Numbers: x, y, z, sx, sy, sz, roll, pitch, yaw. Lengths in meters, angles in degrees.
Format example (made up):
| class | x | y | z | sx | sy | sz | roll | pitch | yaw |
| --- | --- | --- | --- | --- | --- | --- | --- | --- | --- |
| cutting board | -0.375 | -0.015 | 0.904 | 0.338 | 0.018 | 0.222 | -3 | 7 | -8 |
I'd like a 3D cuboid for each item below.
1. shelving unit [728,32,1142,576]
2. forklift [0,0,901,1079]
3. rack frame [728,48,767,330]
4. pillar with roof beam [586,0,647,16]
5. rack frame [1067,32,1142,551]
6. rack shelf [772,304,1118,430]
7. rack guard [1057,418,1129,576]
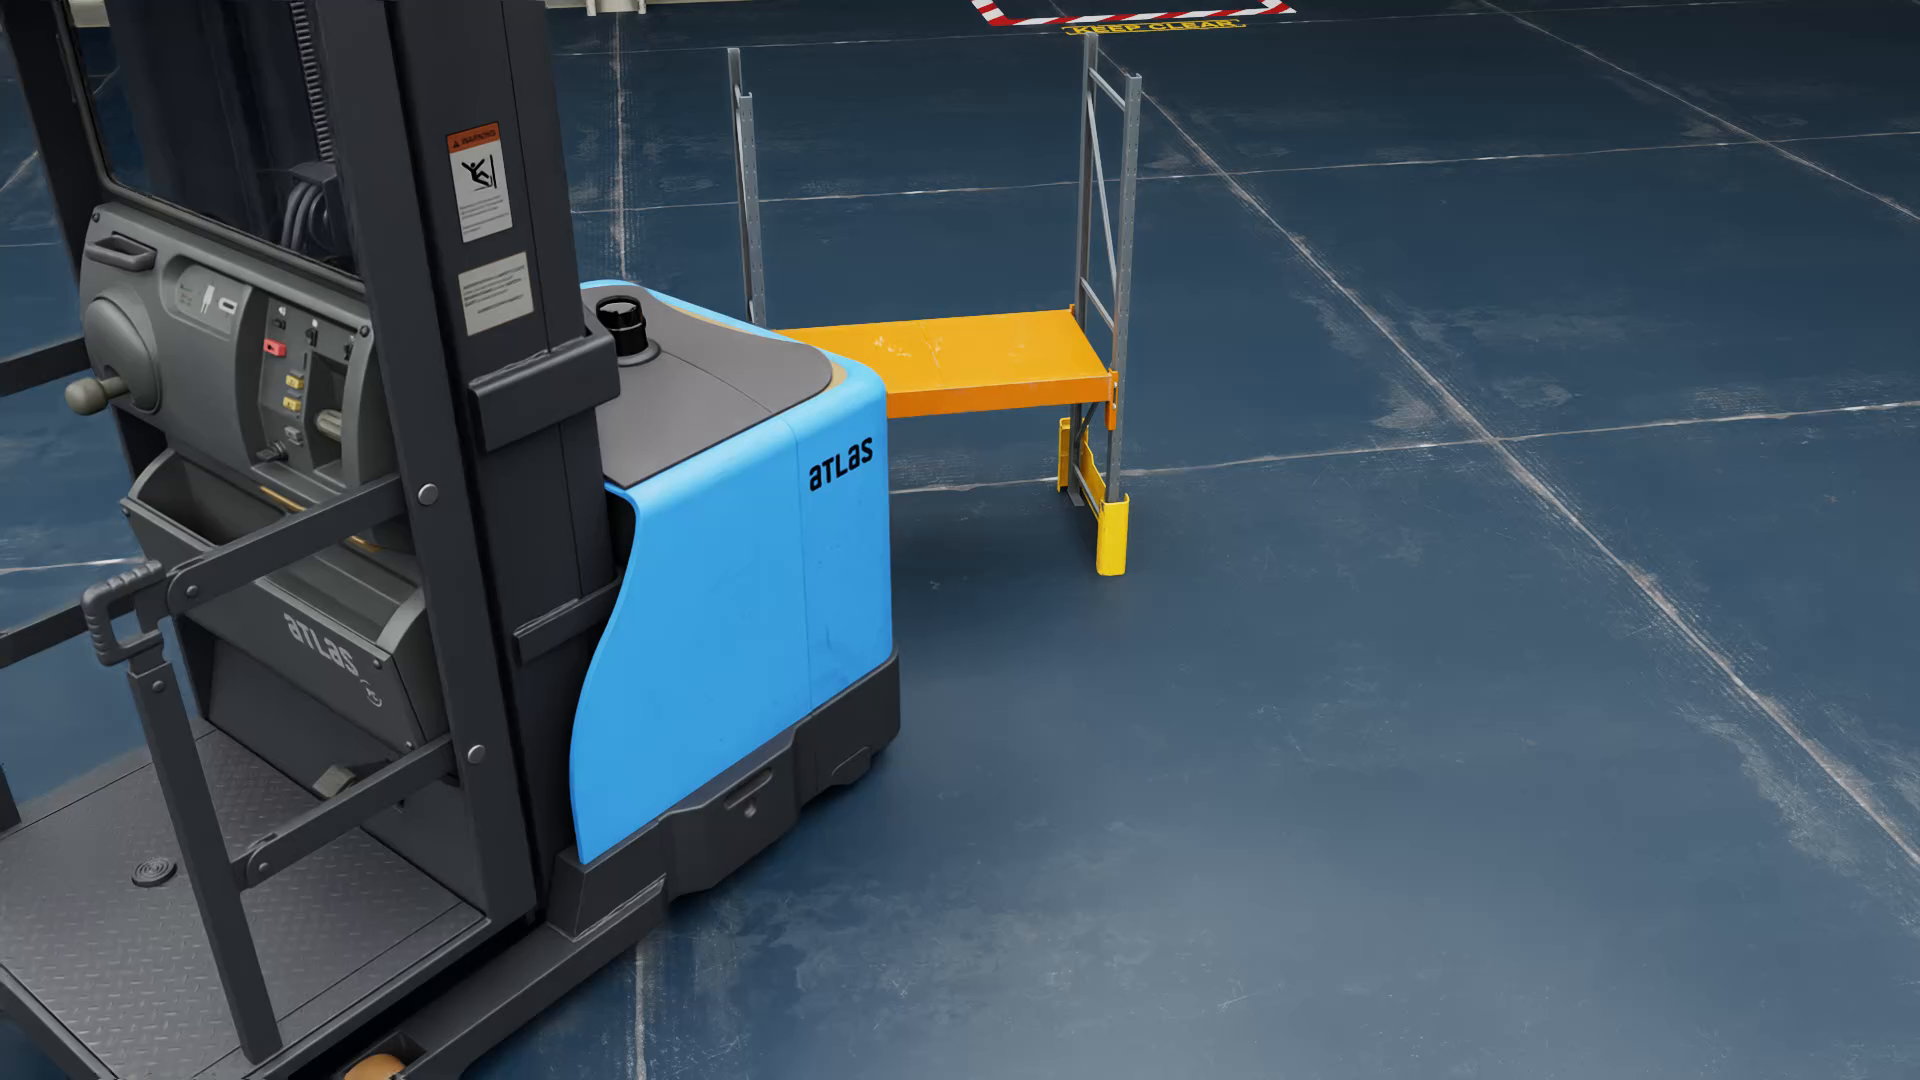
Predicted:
| class | x | y | z | sx | sy | sz | roll | pitch | yaw |
| --- | --- | --- | --- | --- | --- | --- | --- | --- | --- |
| shelving unit | -0.075 | -0.640 | 4.858 | 1.083 | 1.500 | 0.587 | -5 | 31 | -9 |
| forklift | -1.467 | -0.297 | 2.864 | 1.130 | 2.935 | 3.031 | 22 | 37 | 33 |
| rack frame | -0.584 | -0.592 | 4.778 | 0.032 | 1.500 | 0.500 | -5 | 31 | -9 |
| pillar with roof beam | -1.591 | -5.394 | 5.545 | 0.400 | 9.000 | 9.100 | -5 | 31 | -9 |
| rack frame | 0.416 | -0.685 | 4.936 | 0.032 | 1.500 | 0.500 | -5 | 31 | -9 |
| rack shelf | -0.084 | -0.484 | 4.948 | 1.000 | 0.185 | 0.538 | -5 | 31 | -9 |
| rack guard | 0.415 | -0.146 | 5.252 | 0.087 | 0.250 | 0.587 | -5 | 31 | -9 |
